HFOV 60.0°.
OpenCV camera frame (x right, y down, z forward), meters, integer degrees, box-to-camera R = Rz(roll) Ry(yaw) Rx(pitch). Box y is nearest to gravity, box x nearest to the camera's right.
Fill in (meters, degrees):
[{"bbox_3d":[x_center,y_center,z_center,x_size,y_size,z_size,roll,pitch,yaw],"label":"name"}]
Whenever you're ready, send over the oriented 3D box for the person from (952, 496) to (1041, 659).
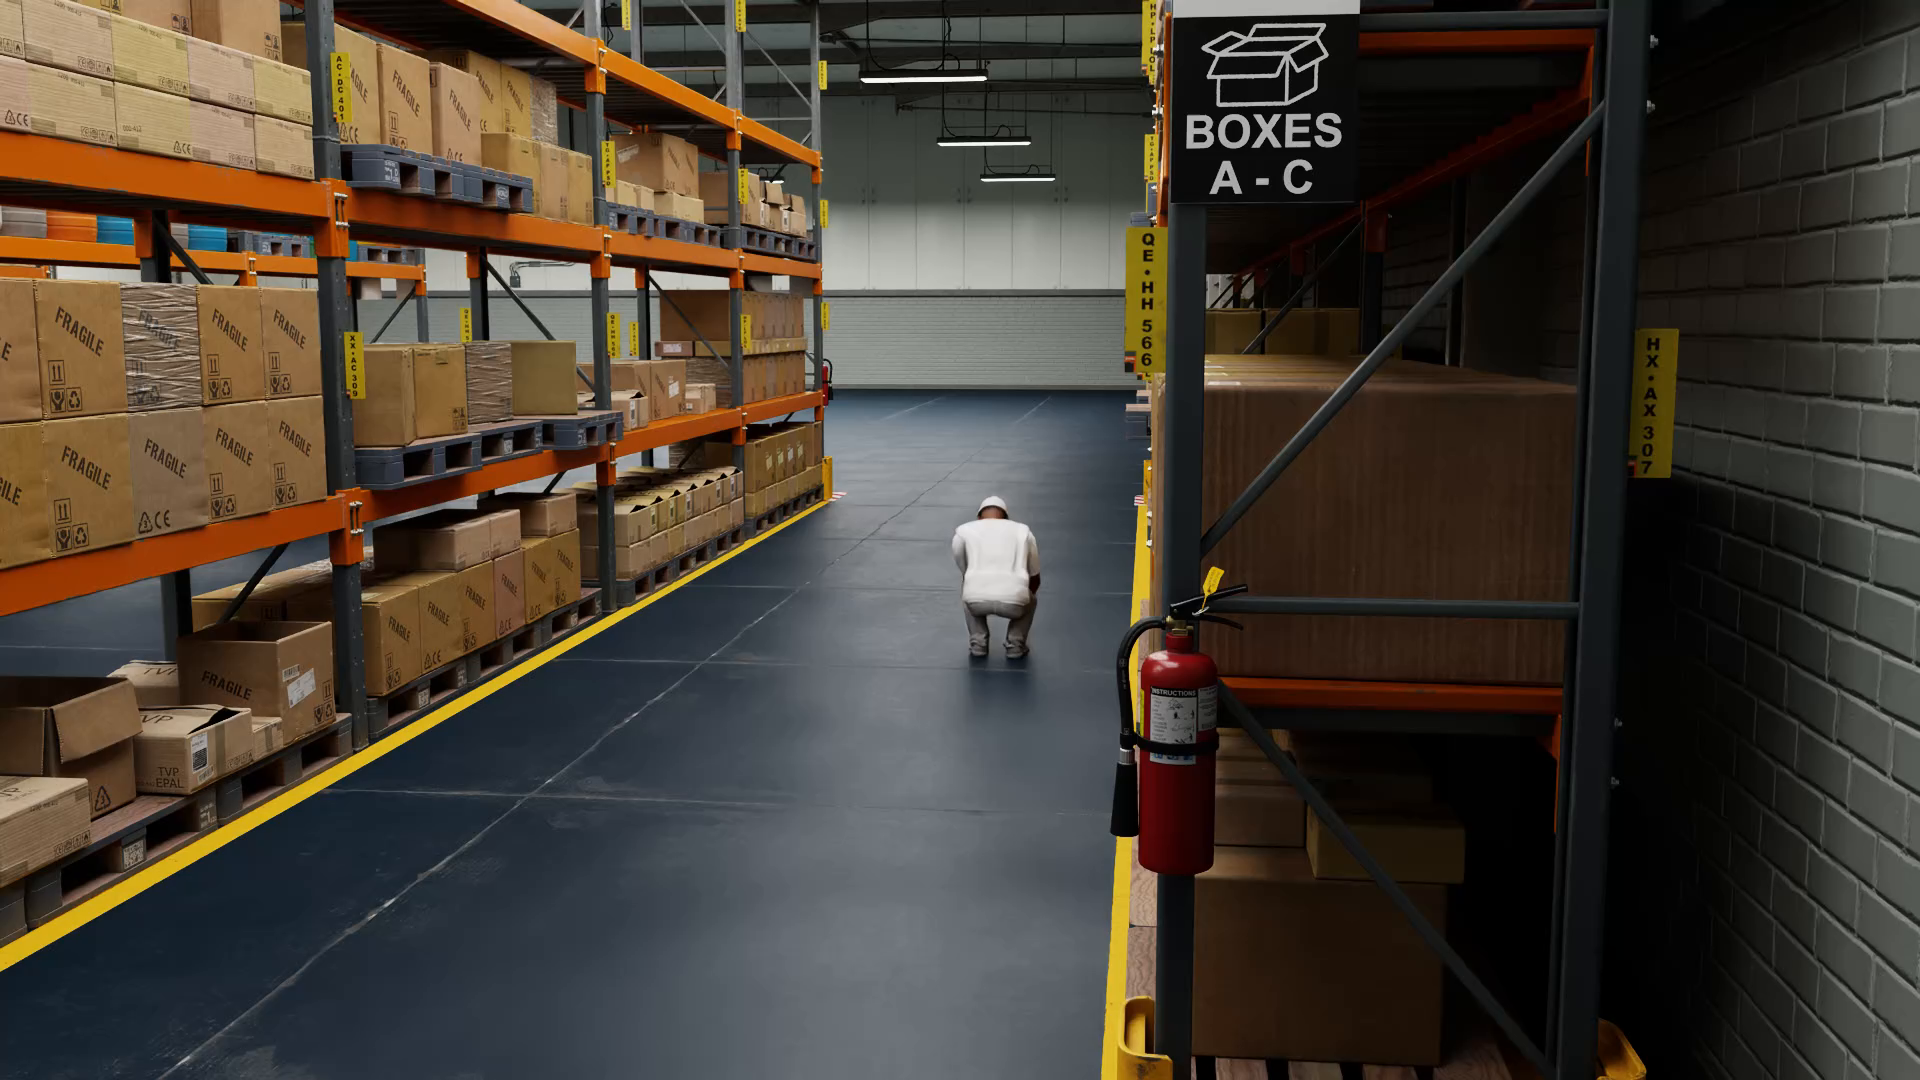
[{"bbox_3d":[0.233,0.236,10.881,0.581,0.998,0.875,1,8,7],"label":"person"}]
